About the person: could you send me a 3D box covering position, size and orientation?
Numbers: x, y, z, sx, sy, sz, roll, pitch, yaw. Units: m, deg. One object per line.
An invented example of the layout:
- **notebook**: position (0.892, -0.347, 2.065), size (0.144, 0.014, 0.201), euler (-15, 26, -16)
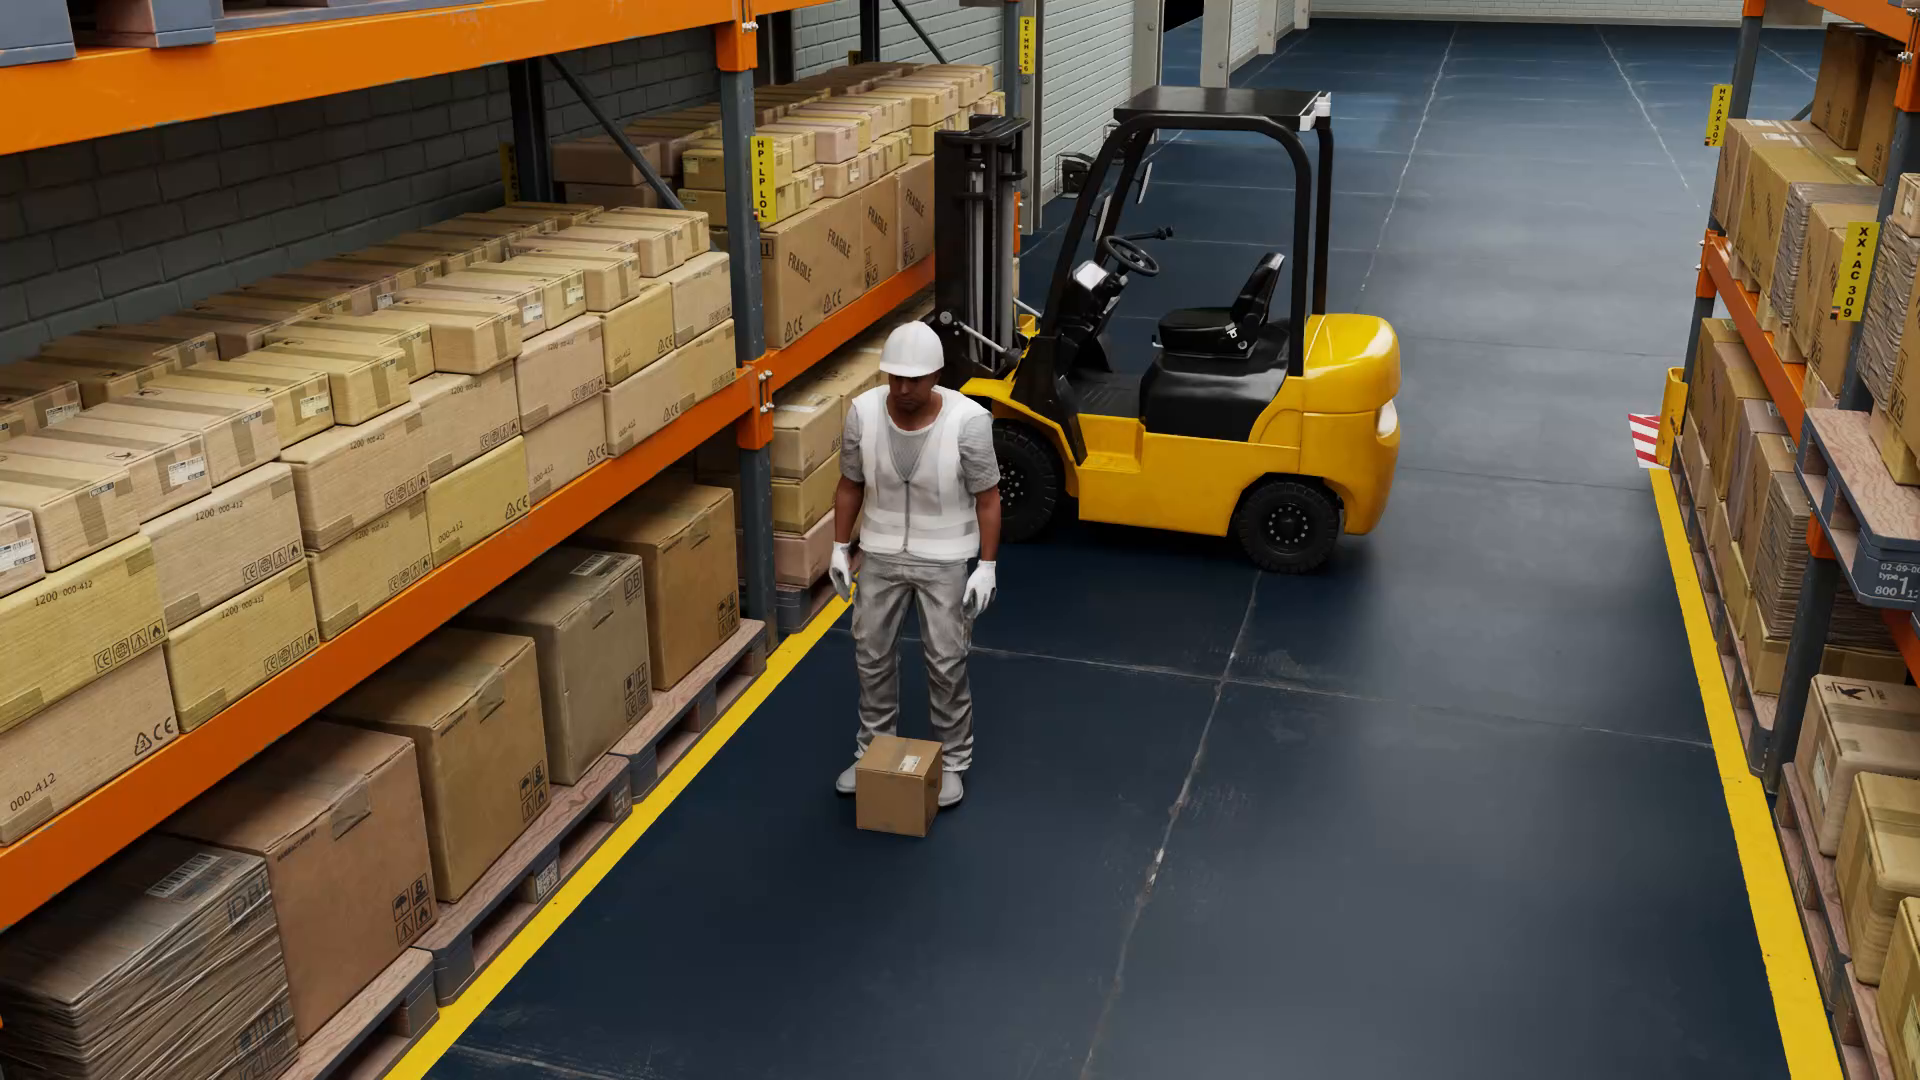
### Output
- **person**: position (-0.164, 0.083, 5.865), size (0.615, 1.773, 0.448), euler (6, 22, 14)
